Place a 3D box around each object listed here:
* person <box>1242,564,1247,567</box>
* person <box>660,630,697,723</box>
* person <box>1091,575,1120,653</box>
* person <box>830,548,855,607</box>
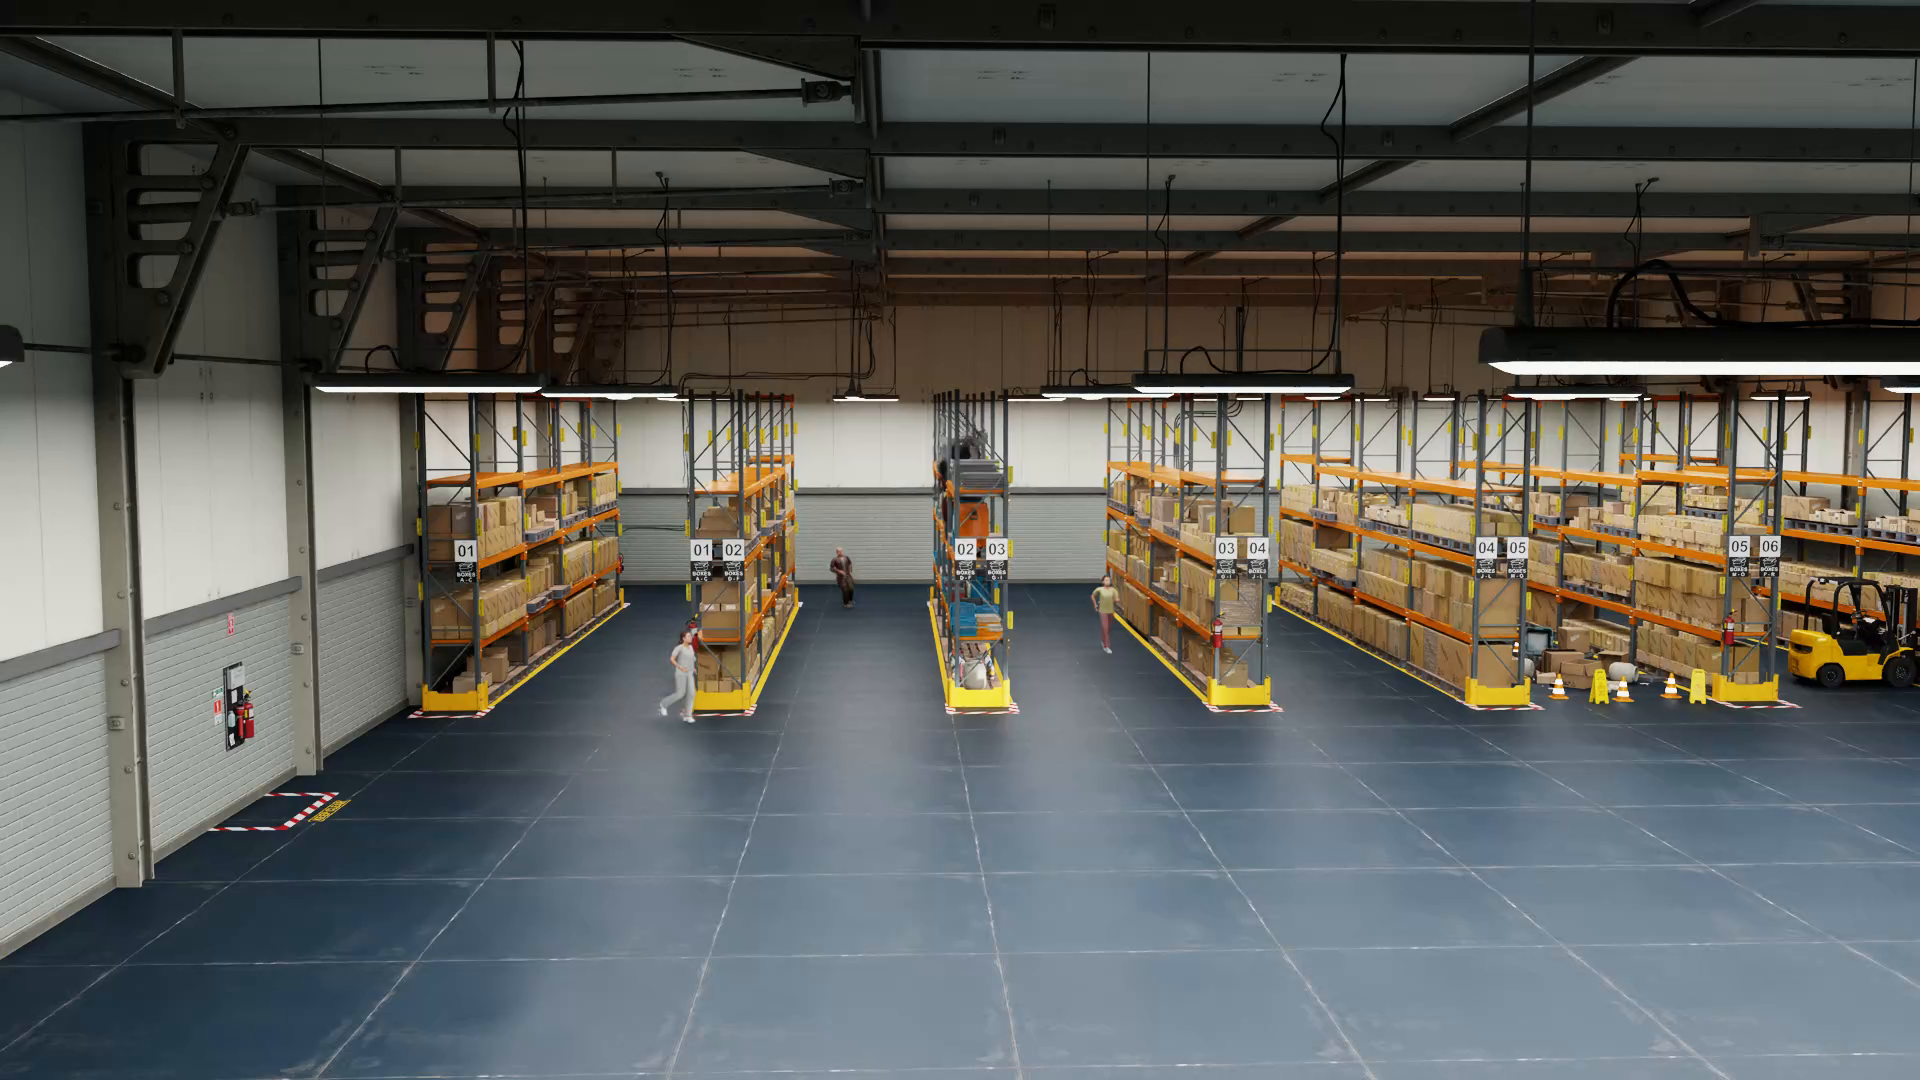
[{"bbox_3d":[8.156,1.024,48.616,0.481,1.507,0.626,-2,5,-20],"label":"person"},{"bbox_3d":[-4.984,2.447,30.158,0.856,1.619,0.623,3,6,35],"label":"person"},{"bbox_3d":[3.216,1.619,36.405,0.574,1.704,0.904,-1,5,-14],"label":"person"},{"bbox_3d":[-3.284,1.060,46.676,0.756,1.706,0.581,-2,5,-22],"label":"person"}]
